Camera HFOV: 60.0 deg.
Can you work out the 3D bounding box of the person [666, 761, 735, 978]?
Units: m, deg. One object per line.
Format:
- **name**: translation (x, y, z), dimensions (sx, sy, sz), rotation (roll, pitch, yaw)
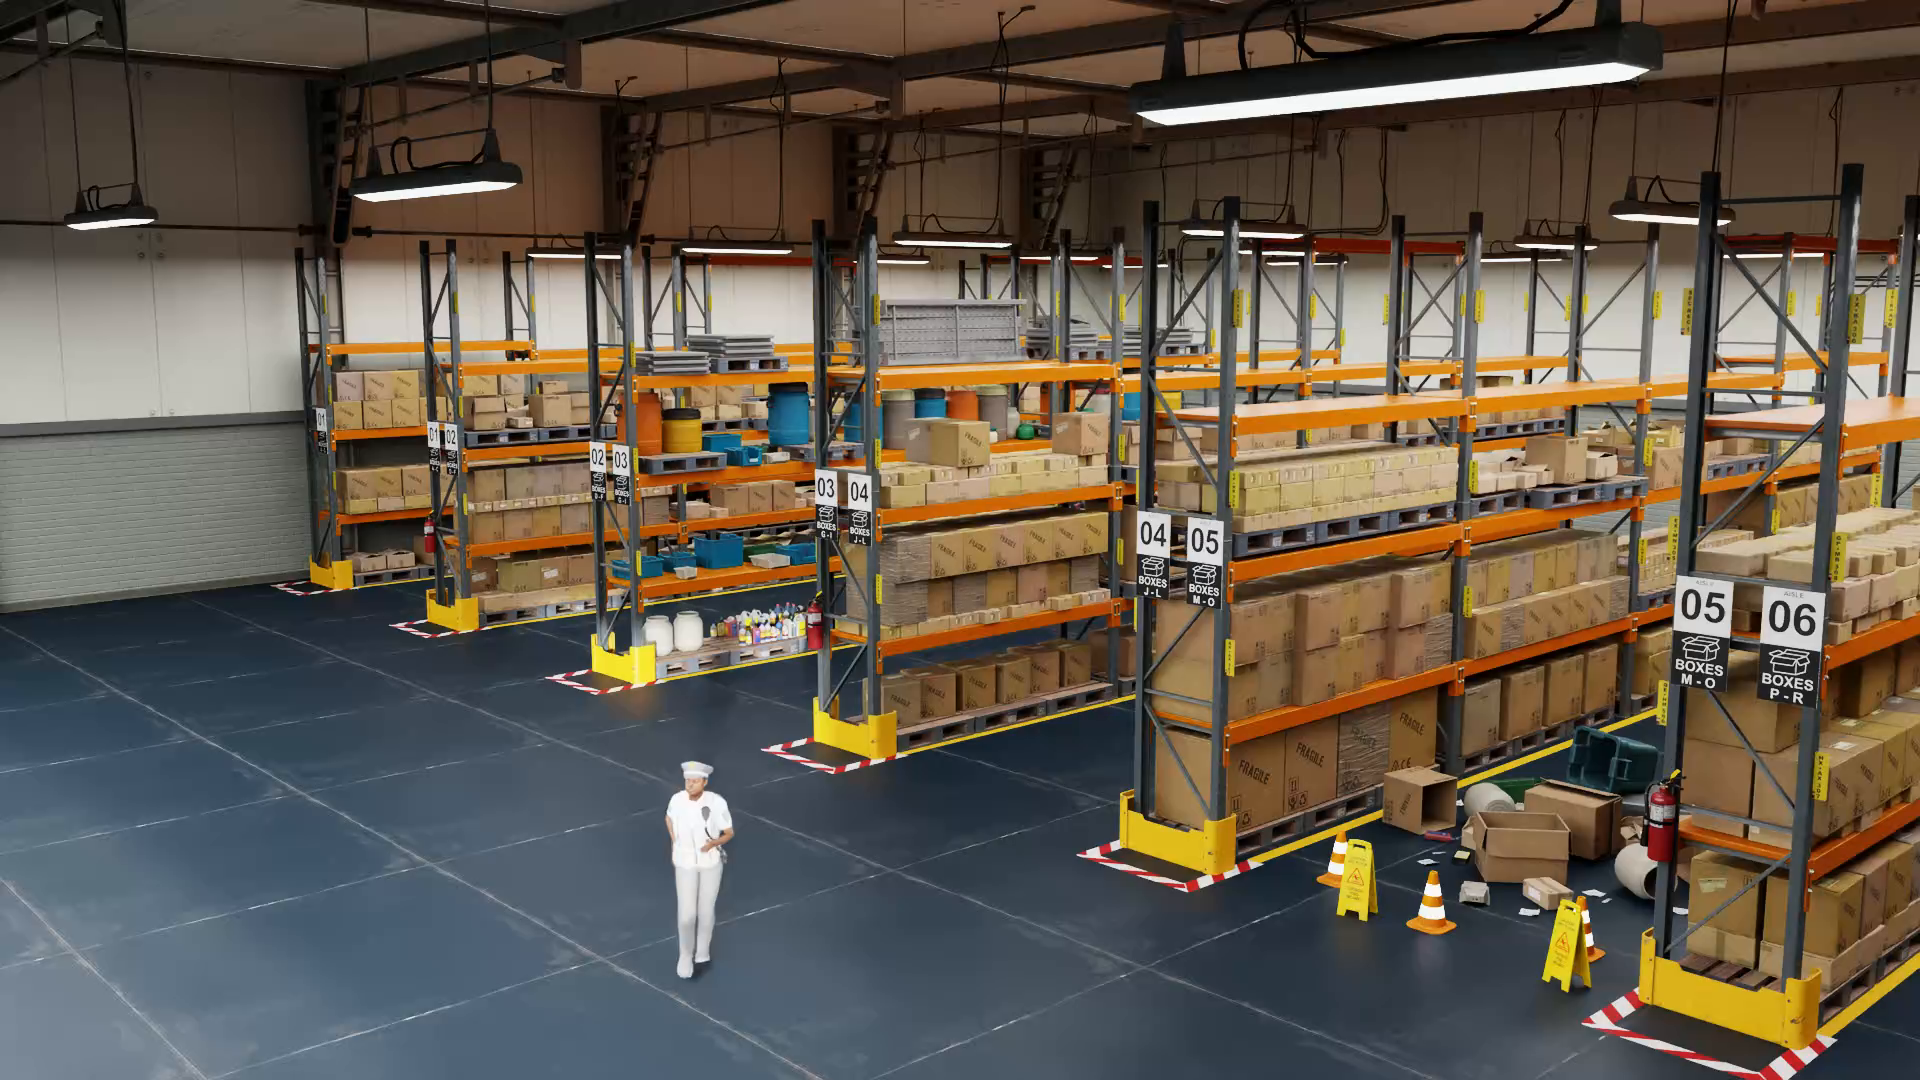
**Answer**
- **person**: translation (-1.987, 2.506, 12.671), dimensions (0.548, 1.728, 0.683), rotation (0, 8, -3)
